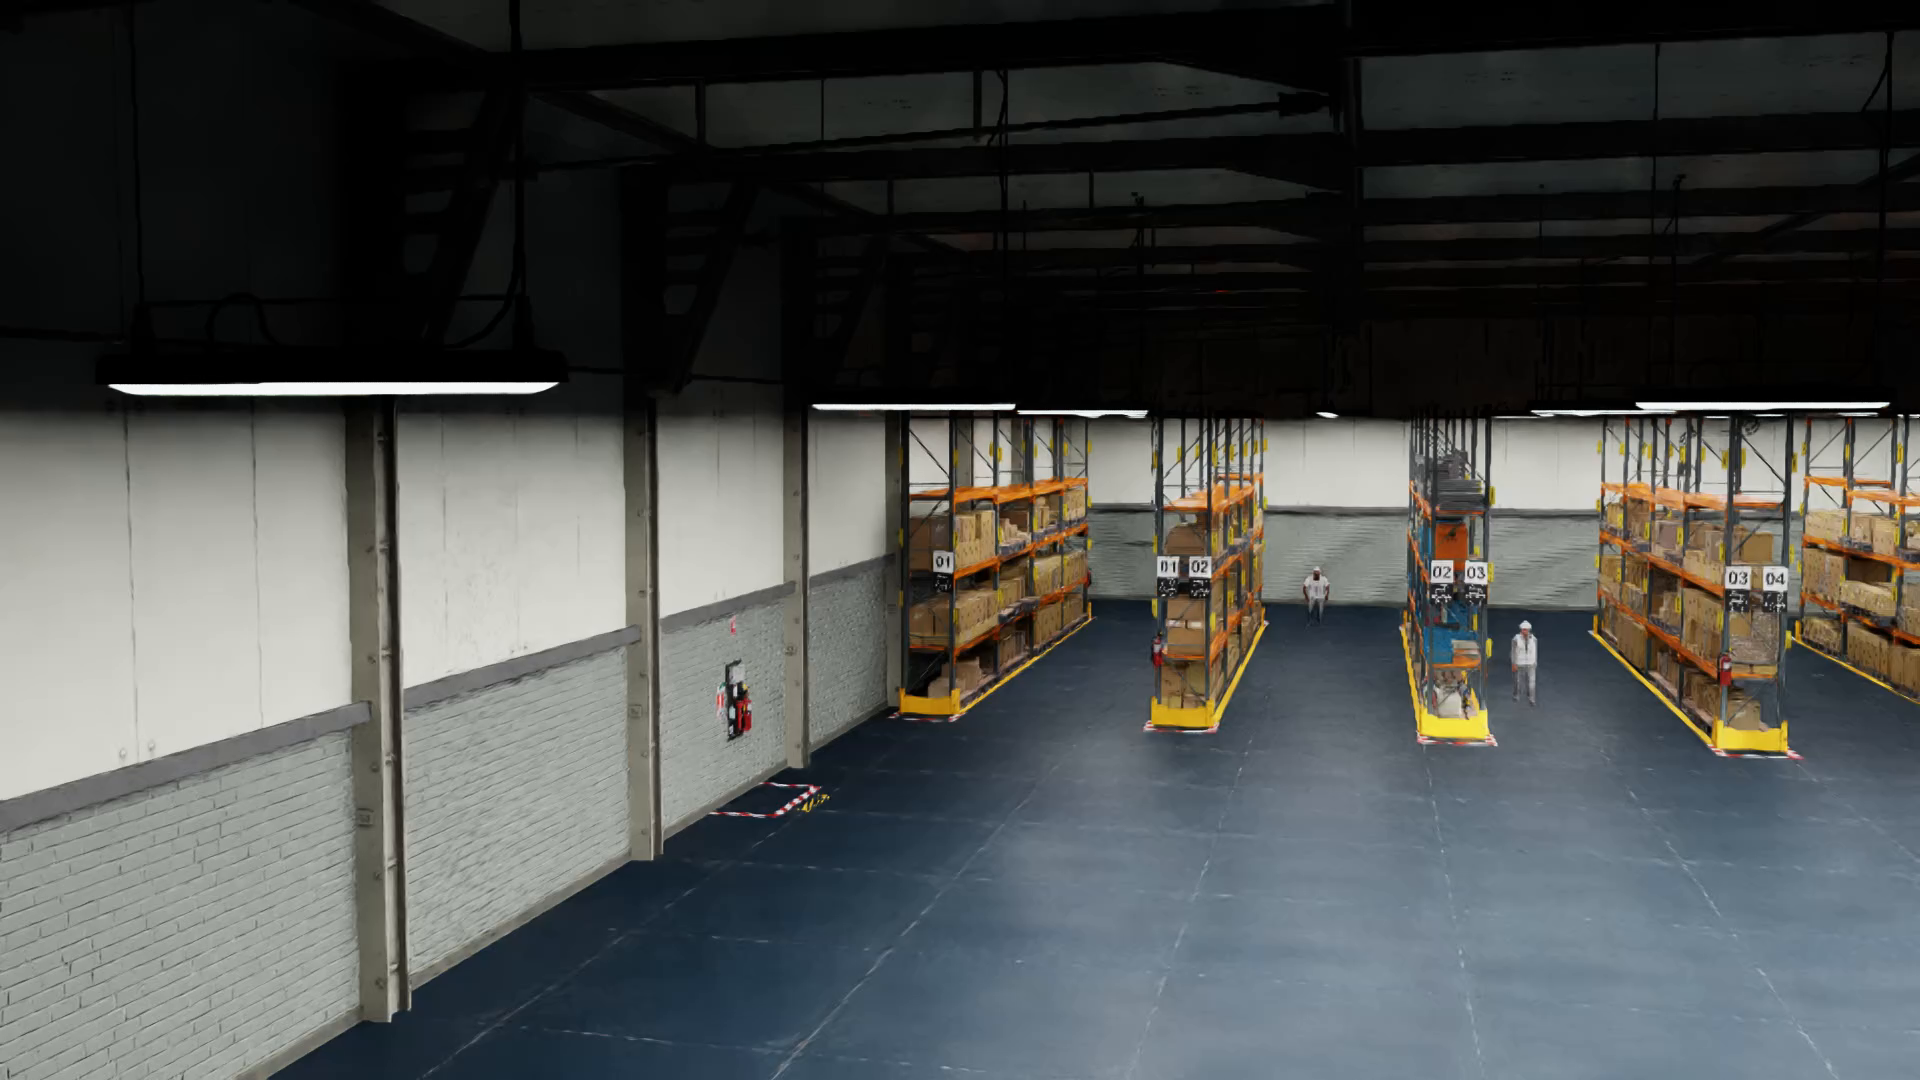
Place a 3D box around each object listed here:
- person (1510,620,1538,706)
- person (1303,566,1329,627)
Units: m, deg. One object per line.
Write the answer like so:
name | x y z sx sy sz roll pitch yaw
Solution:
person | 11.357 2.455 33.485 0.546 1.695 1.104 1 4 12
person | 9.851 1.576 46.003 0.719 1.714 0.578 1 4 12
